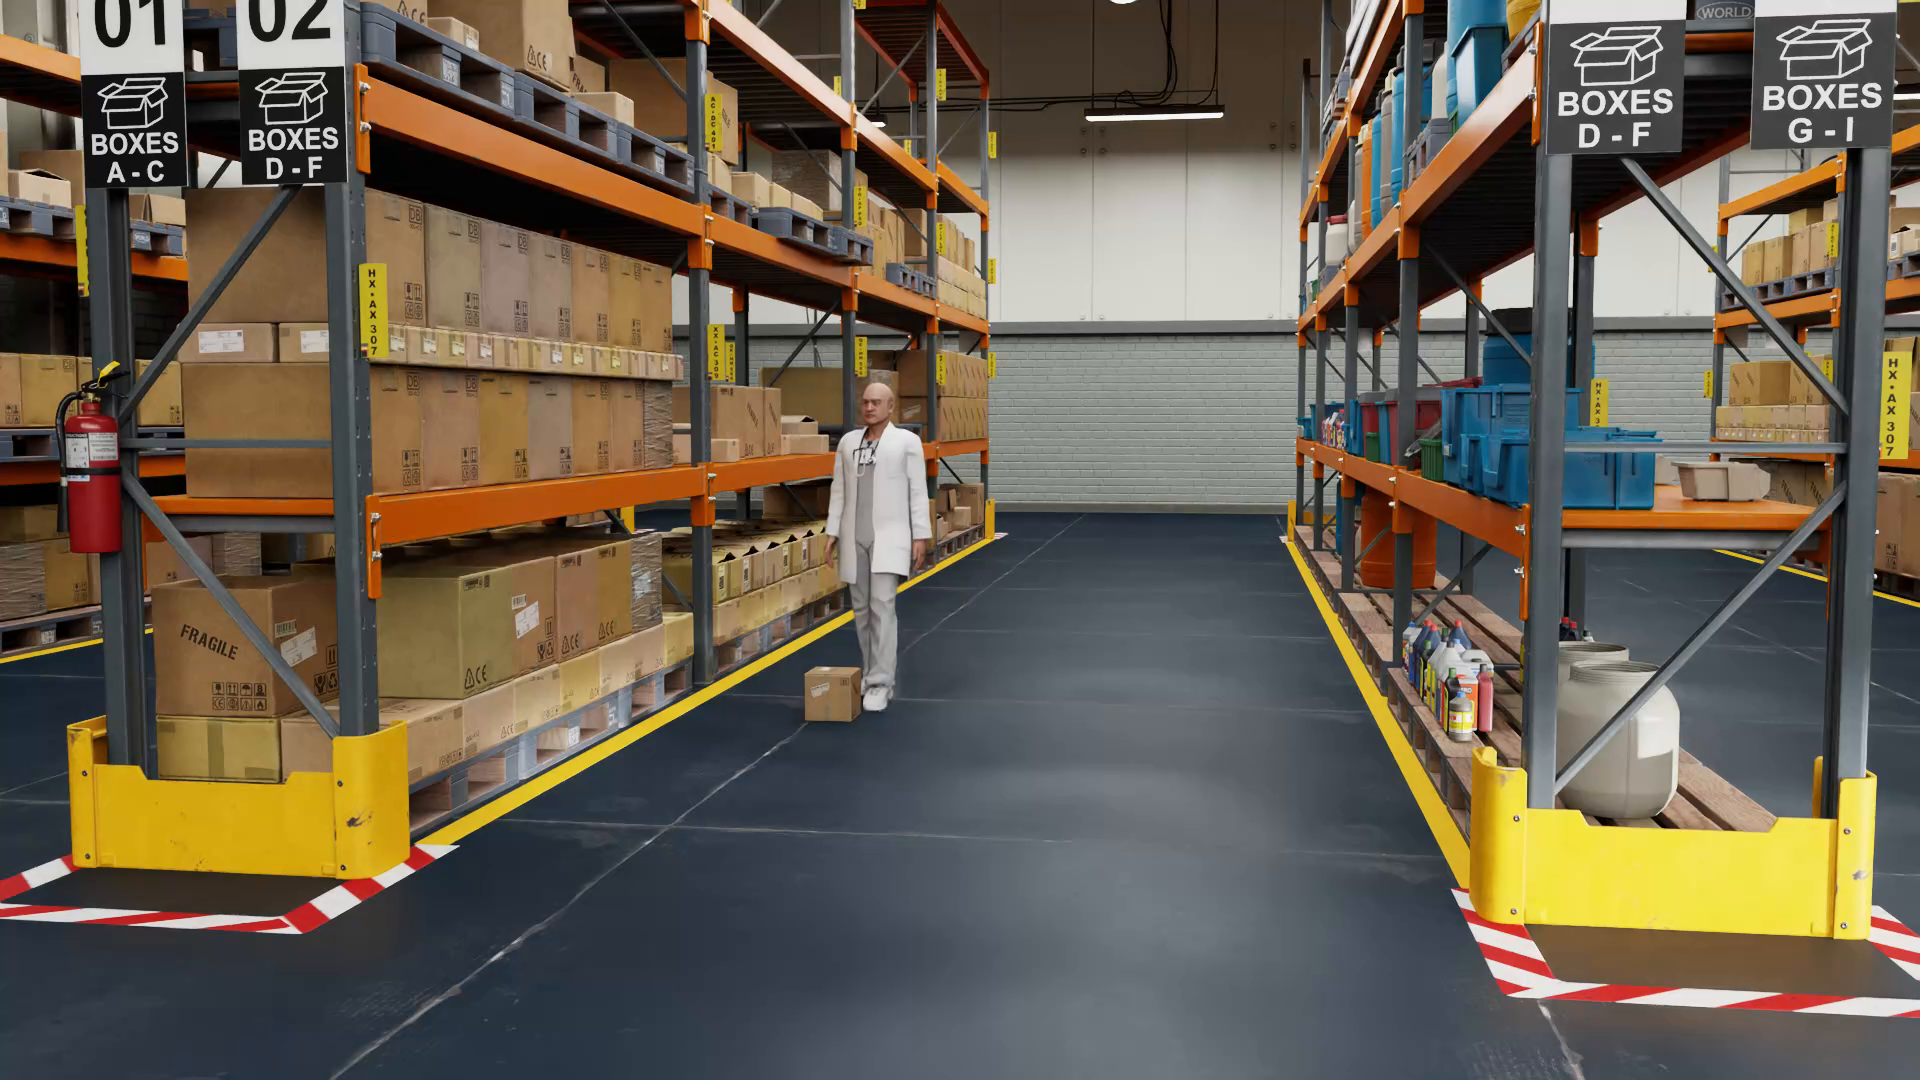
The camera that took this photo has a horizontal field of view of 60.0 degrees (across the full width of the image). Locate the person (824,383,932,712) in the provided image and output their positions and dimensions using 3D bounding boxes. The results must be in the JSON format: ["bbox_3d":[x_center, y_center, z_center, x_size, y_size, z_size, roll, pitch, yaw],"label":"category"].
[{"bbox_3d":[-0.527,0.118,9.308,0.611,1.585,0.683,2,5,25],"label":"person"}]
